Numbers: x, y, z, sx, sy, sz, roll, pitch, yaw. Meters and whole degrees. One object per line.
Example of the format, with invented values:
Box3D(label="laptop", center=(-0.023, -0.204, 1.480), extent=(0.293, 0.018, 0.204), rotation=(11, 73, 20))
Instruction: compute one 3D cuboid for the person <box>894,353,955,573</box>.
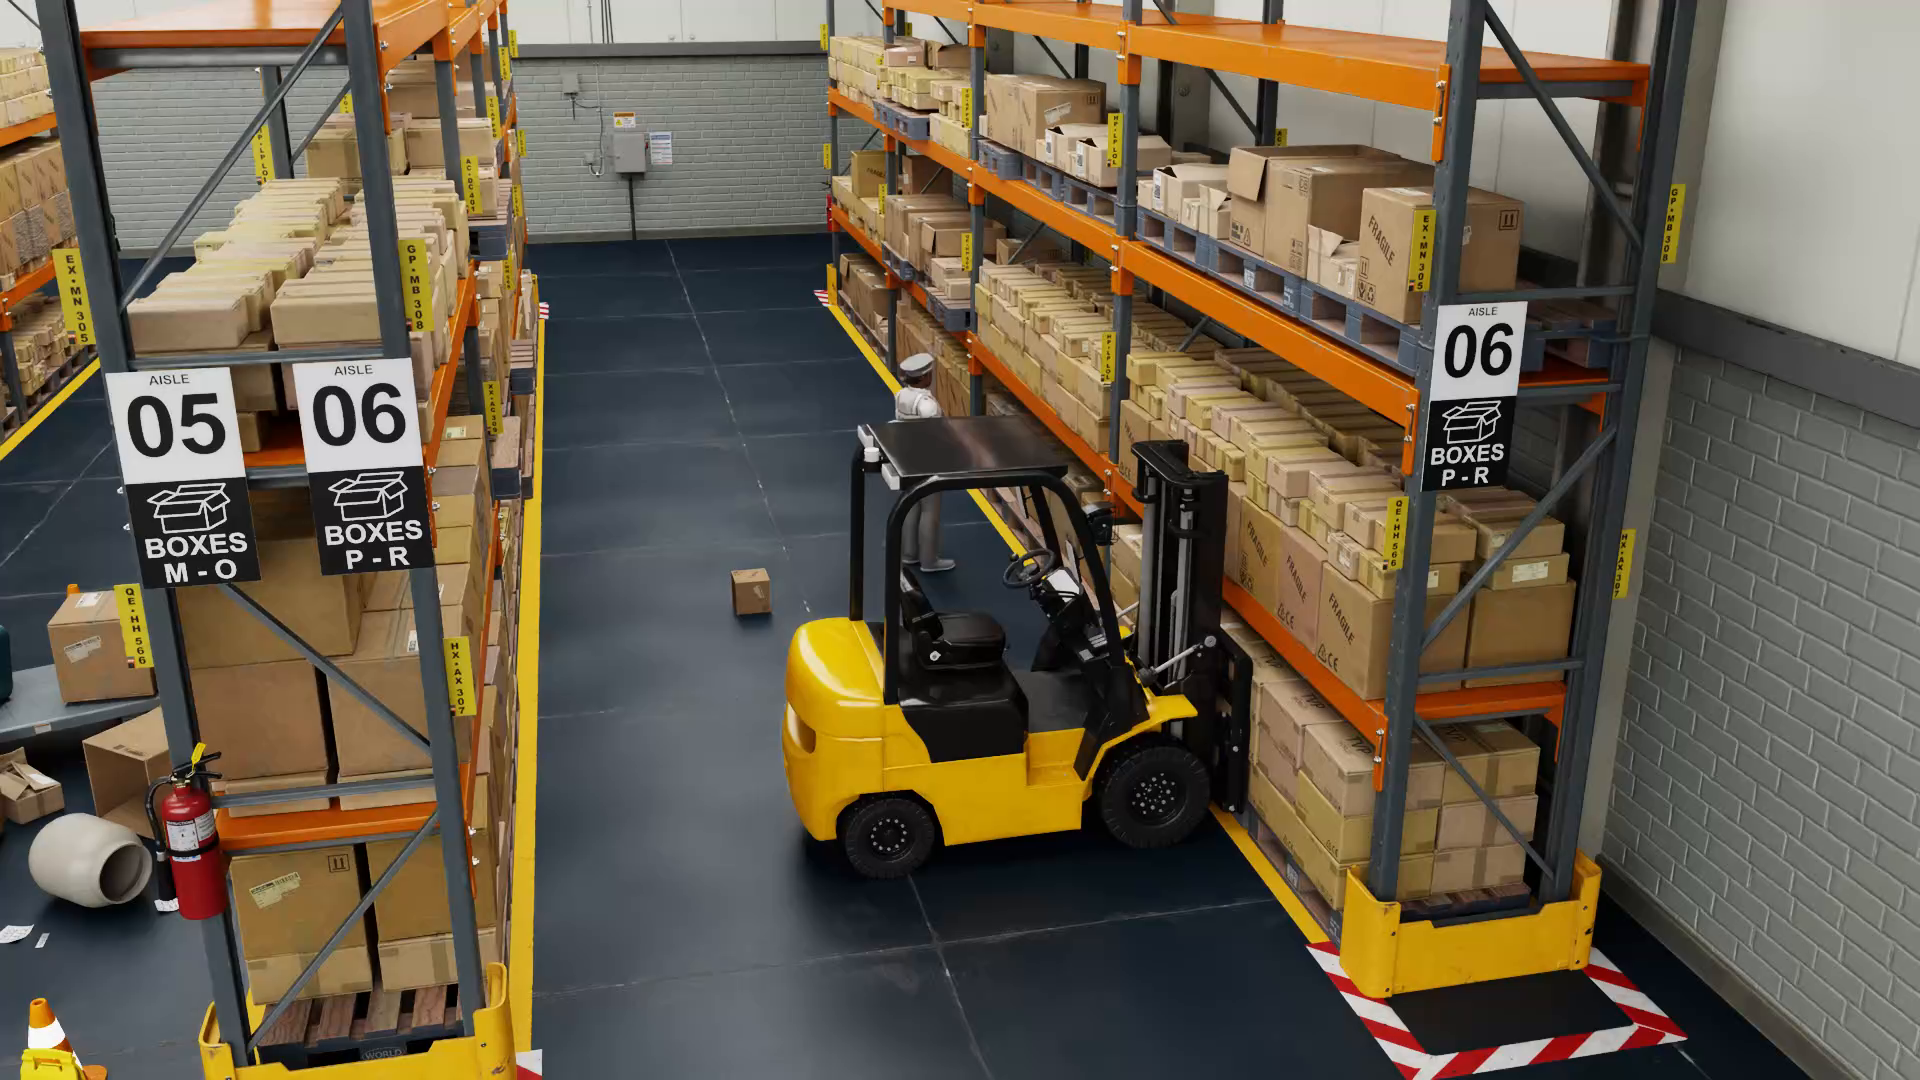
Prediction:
Box3D(label="person", center=(-0.276, -0.590, 12.674), extent=(0.361, 1.694, 0.448), rotation=(-14, 24, -34))
